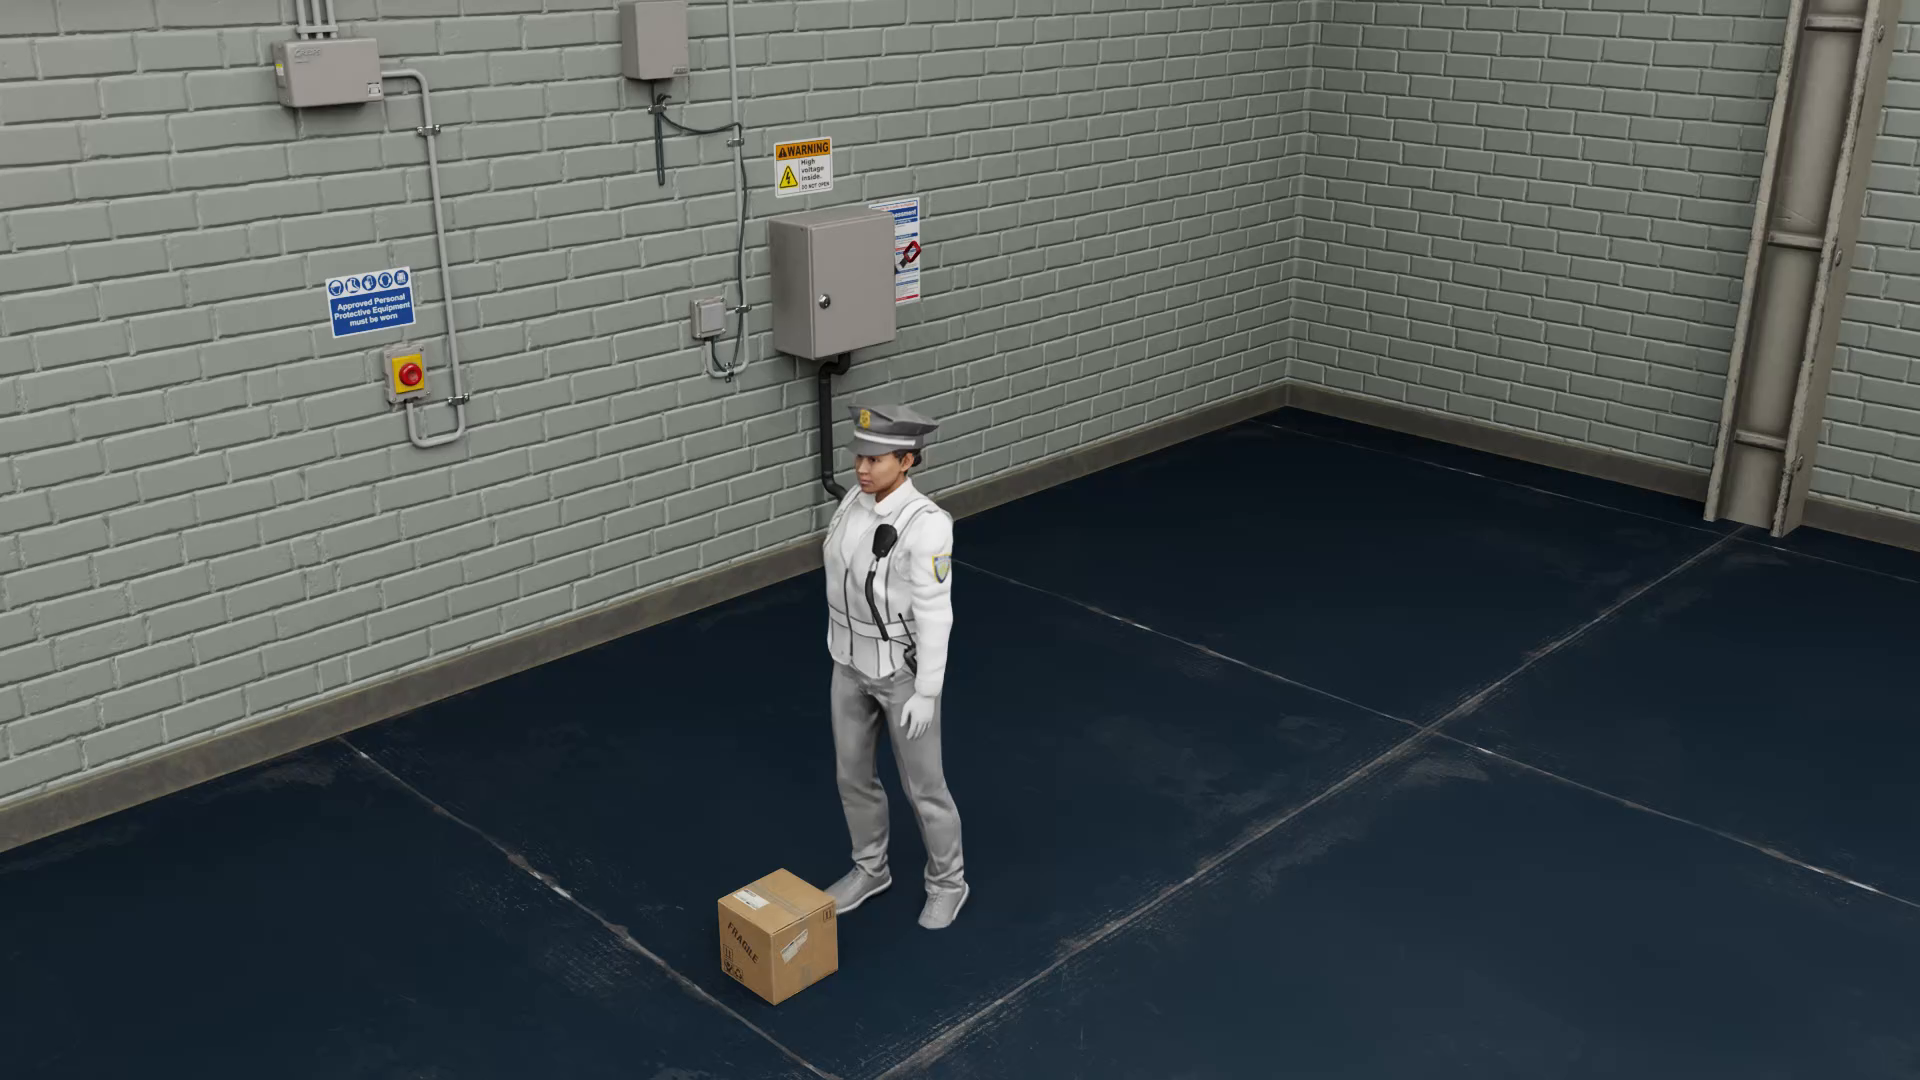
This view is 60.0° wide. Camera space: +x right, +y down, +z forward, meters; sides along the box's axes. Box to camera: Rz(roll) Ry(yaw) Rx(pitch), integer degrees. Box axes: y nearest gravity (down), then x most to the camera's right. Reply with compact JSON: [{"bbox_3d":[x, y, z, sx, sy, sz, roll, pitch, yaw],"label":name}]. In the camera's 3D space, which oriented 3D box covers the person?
[{"bbox_3d":[-0.212,0.436,5.031,0.391,1.719,0.473,-19,28,-41],"label":"person"}]
